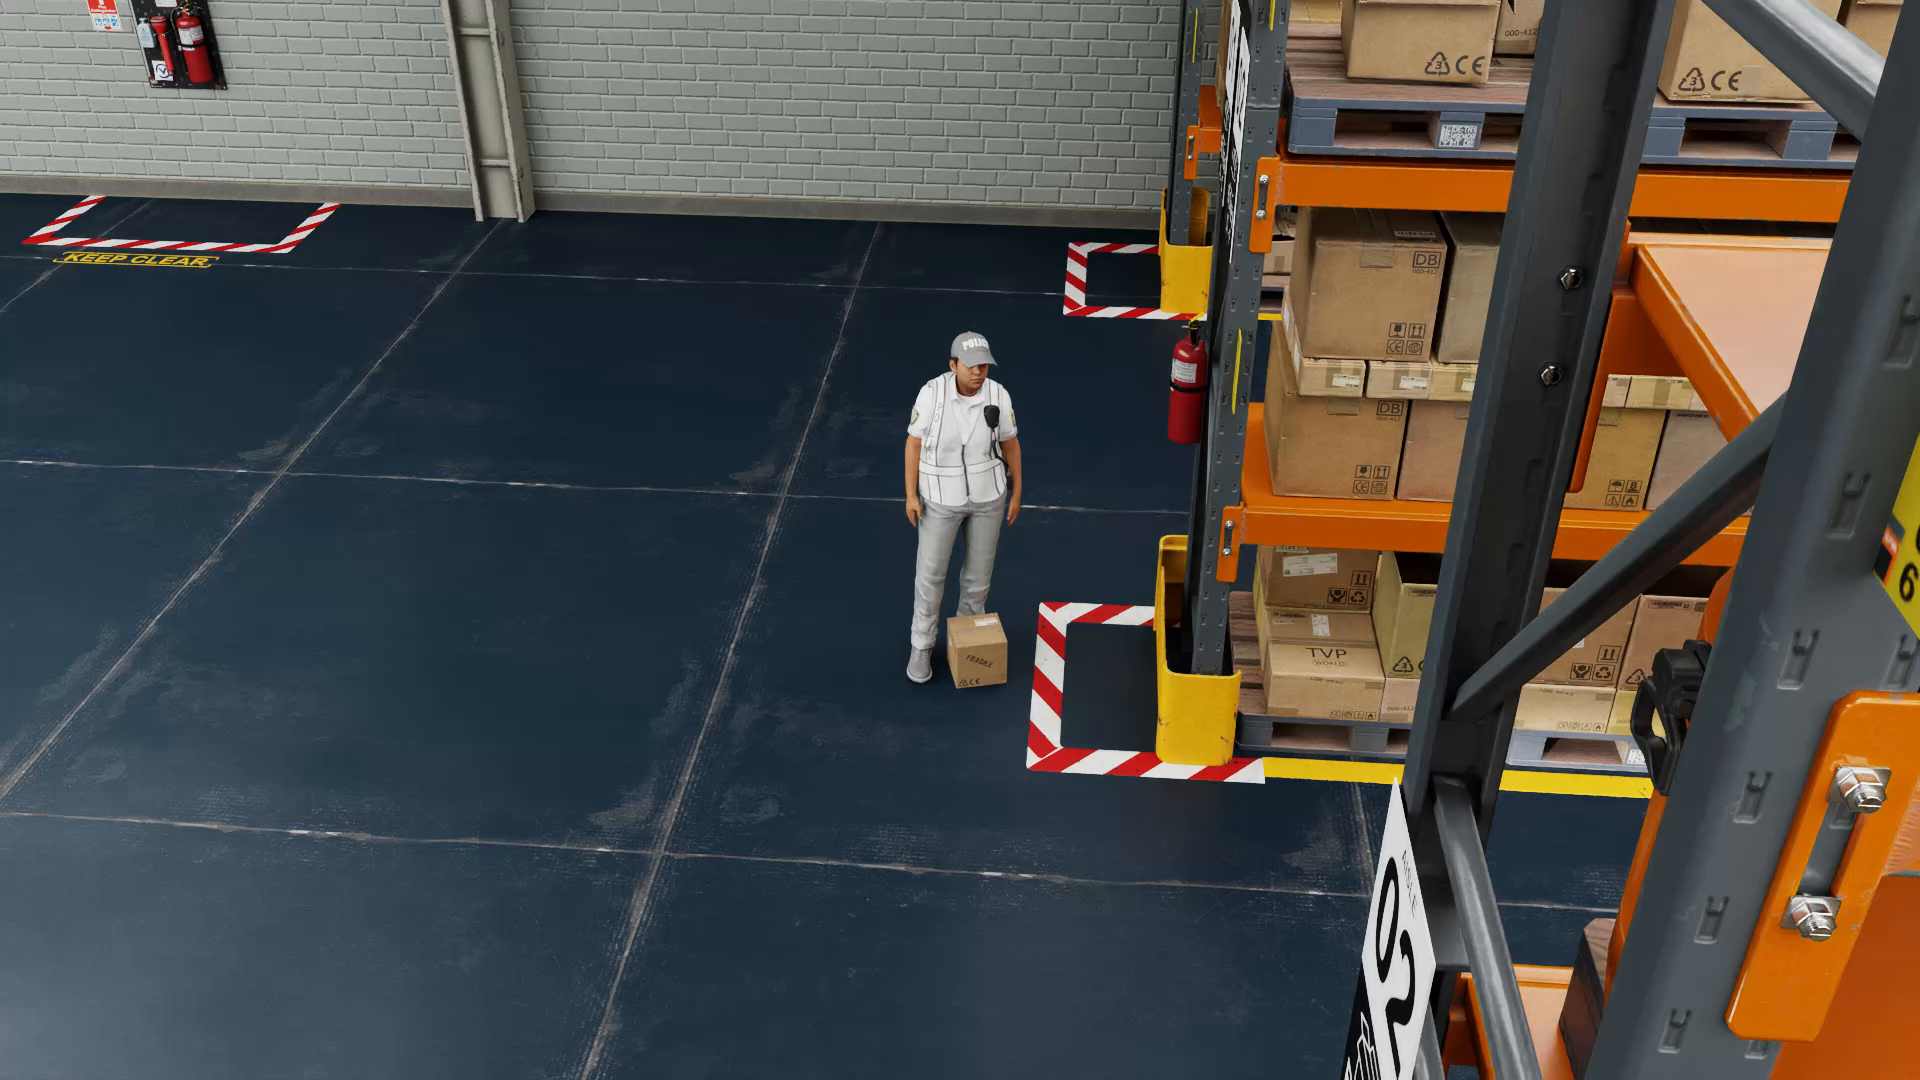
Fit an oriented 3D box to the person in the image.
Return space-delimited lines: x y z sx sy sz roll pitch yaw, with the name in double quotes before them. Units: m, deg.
"person" 0.010 -0.163 7.874 0.598 1.670 0.529 -5 32 -7
